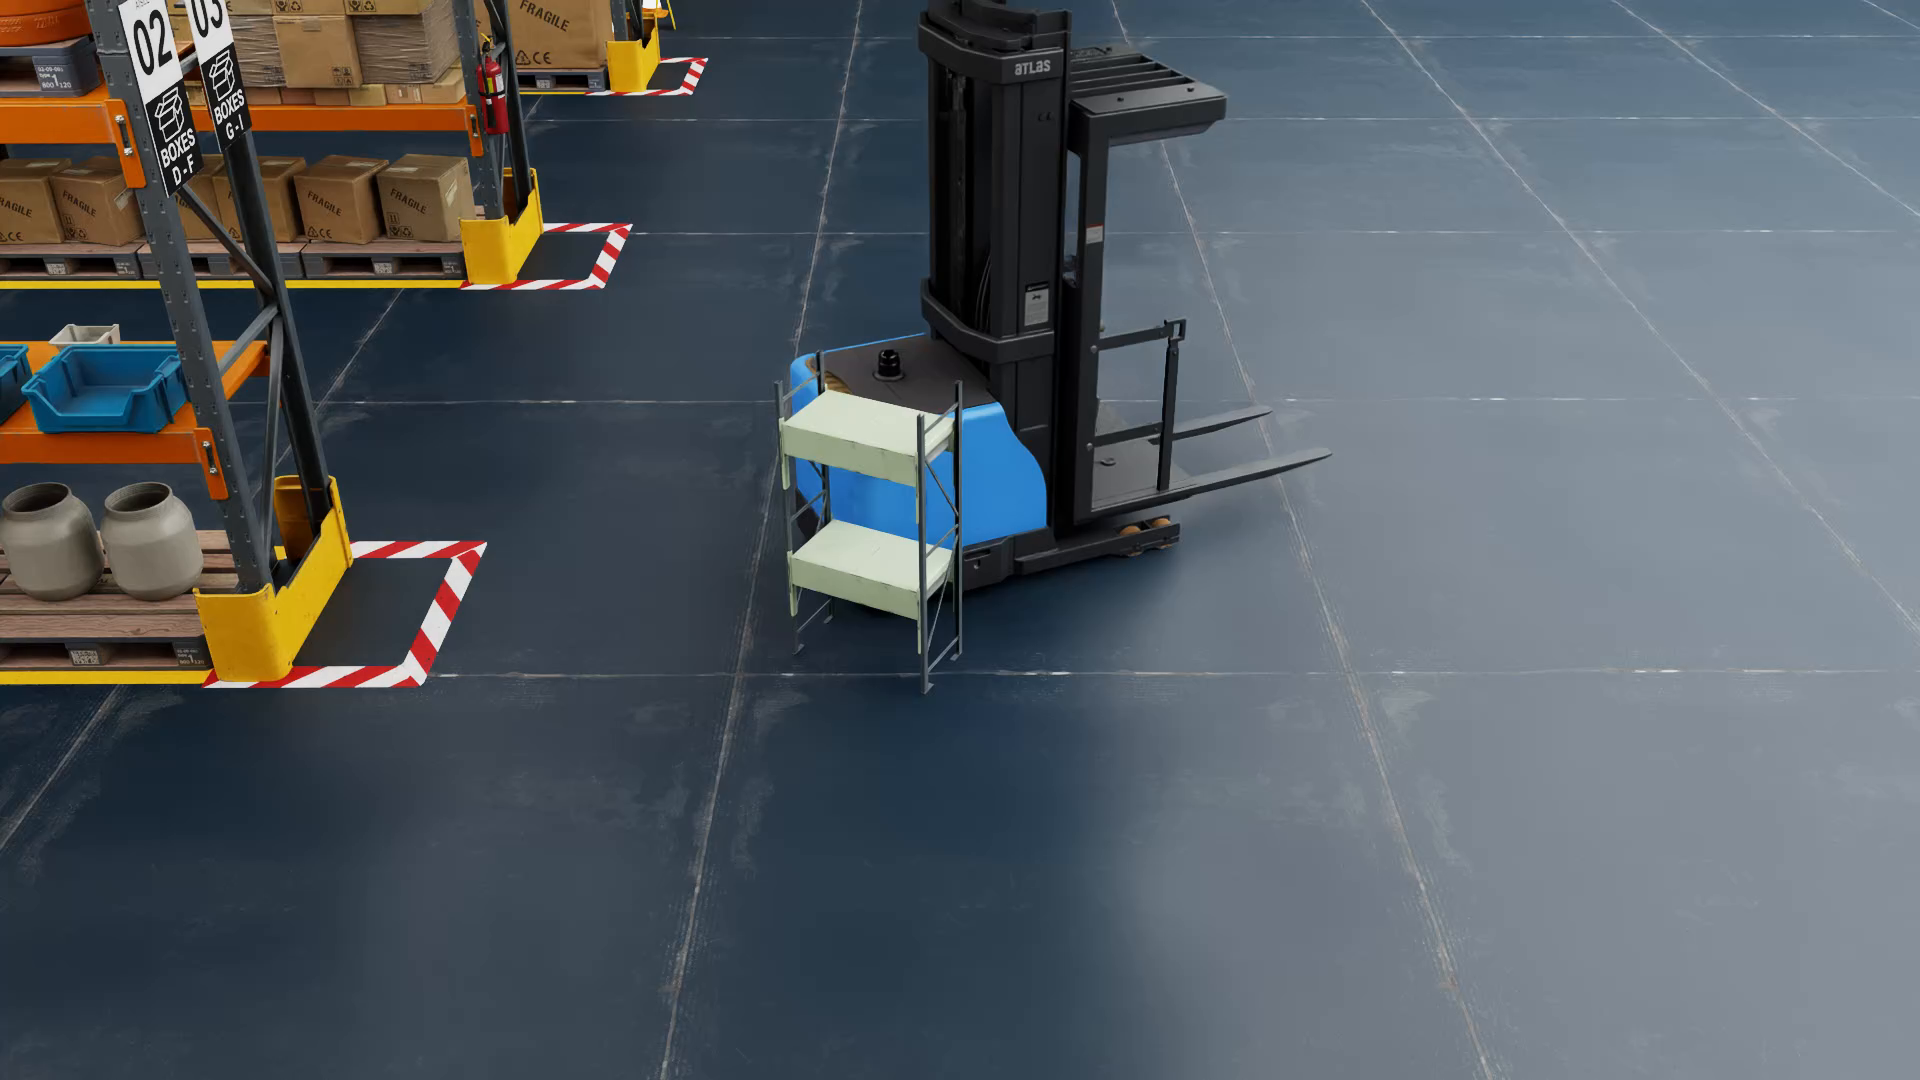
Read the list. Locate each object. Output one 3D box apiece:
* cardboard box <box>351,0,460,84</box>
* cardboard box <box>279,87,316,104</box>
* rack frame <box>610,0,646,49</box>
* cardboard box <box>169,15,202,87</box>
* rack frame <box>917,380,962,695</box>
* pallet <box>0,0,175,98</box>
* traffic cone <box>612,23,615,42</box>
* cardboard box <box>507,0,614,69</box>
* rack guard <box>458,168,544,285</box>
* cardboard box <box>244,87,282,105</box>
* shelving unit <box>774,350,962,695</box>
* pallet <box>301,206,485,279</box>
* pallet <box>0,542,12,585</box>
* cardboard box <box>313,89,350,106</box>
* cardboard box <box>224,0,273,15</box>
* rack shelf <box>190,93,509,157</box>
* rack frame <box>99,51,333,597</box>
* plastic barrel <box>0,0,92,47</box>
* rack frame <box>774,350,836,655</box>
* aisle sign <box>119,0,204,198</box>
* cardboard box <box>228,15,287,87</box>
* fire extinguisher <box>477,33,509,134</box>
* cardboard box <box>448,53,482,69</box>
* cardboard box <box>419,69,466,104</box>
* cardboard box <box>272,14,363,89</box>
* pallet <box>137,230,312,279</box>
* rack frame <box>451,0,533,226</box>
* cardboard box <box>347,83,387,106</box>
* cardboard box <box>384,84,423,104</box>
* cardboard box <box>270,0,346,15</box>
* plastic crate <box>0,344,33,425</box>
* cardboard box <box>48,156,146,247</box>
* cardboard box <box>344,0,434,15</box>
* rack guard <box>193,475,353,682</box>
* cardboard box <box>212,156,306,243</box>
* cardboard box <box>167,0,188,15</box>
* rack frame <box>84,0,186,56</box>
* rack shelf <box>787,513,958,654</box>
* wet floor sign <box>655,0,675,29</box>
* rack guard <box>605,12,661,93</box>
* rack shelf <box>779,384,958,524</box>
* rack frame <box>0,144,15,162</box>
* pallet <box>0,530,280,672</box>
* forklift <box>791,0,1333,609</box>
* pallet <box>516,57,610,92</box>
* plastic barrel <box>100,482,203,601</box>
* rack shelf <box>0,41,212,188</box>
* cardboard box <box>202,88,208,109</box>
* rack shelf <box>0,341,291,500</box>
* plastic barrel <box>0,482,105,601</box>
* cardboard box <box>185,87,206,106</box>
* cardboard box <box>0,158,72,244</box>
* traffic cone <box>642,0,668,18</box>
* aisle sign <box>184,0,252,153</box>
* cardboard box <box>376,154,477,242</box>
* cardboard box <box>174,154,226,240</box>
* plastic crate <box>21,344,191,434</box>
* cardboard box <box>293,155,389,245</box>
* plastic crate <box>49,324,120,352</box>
[{"bbox_3d":[-3.979,-3.670,12.024,0.500,0.500,0.875,0,31,0],"label":"cardboard box"},{"bbox_3d":[-4.713,-3.272,11.994,0.250,0.149,0.380,0,31,0],"label":"cardboard box"},{"bbox_3d":[-3.358,-6.061,16.348,0.127,3.000,1.000,0,31,0],"label":"rack frame"},{"bbox_3d":[-5.479,-3.632,11.961,0.500,0.500,0.875,0,31,0],"label":"cardboard box"},{"bbox_3d":[-0.090,0.011,7.786,0.023,1.500,0.400,15,34,23],"label":"rack frame"},{"bbox_3d":[-4.227,-2.168,7.223,1.213,0.211,1.003,0,31,0],"label":"pallet"},{"bbox_3d":[-3.897,-5.711,18.217,0.334,0.463,0.336,0,31,0],"label":"traffic cone"},{"bbox_3d":[-4.036,-5.296,16.730,0.875,0.875,0.875,0,31,0],"label":"cardboard box"},{"bbox_3d":[-3.505,-2.419,12.755,0.348,0.500,1.175,0,31,0],"label":"rack guard"},{"bbox_3d":[-4.963,-3.260,11.974,0.250,0.149,0.380,0,31,0],"label":"cardboard box"},{"bbox_3d":[-0.416,-0.075,7.927,0.755,1.500,0.431,15,34,23],"label":"shelving unit"},{"bbox_3d":[-4.318,-2.311,12.856,1.213,0.211,1.003,0,31,0],"label":"pallet"},{"bbox_3d":[-5.504,0.300,8.552,1.213,0.211,1.003,0,31,0],"label":"pallet"},{"bbox_3d":[-4.463,-3.252,11.960,0.250,0.149,0.380,0,31,0],"label":"cardboard box"},{"bbox_3d":[-4.977,-3.951,11.522,0.500,0.500,0.500,0,31,0],"label":"cardboard box"},{"bbox_3d":[-5.429,-3.174,12.283,4.000,0.370,1.077,0,31,0],"label":"rack shelf"},{"bbox_3d":[-3.399,-0.919,7.872,0.127,3.000,1.000,0,31,0],"label":"rack frame"},{"bbox_3d":[-3.884,-2.497,6.763,0.708,0.830,0.600,0,31,0],"label":"plastic barrel"},{"bbox_3d":[-0.743,-0.160,8.068,0.023,1.500,0.400,15,34,23],"label":"rack frame"},{"bbox_3d":[-3.325,-1.876,6.944,0.004,0.787,0.394,0,31,0],"label":"aisle sign"},{"bbox_3d":[-4.979,-3.627,11.954,0.500,0.500,0.875,0,31,0],"label":"cardboard box"},{"bbox_3d":[-3.312,-3.216,11.734,0.183,0.674,0.296,0,31,0],"label":"fire extinguisher"},{"bbox_3d":[-3.715,-3.503,12.374,0.250,0.149,0.380,0,31,0],"label":"cardboard box"},{"bbox_3d":[-3.713,-3.272,11.994,0.250,0.149,0.380,0,31,0],"label":"cardboard box"},{"bbox_3d":[-4.478,-3.606,11.919,0.500,0.500,0.875,0,31,0],"label":"cardboard box"},{"bbox_3d":[-5.535,-2.309,12.852,1.213,0.211,1.003,0,31,0],"label":"pallet"},{"bbox_3d":[-3.429,-3.488,12.107,0.127,3.000,1.000,0,31,0],"label":"rack frame"},{"bbox_3d":[-4.212,-3.244,11.948,0.250,0.149,0.380,0,31,0],"label":"cardboard box"},{"bbox_3d":[-3.963,-3.272,11.993,0.250,0.149,0.380,0,31,0],"label":"cardboard box"},{"bbox_3d":[-4.477,-3.951,11.523,0.500,0.500,0.500,0,31,0],"label":"cardboard box"},{"bbox_3d":[-4.547,-0.699,7.654,0.408,0.251,0.499,0,31,0],"label":"plastic crate"},{"bbox_3d":[-6.456,-2.572,12.603,0.500,0.500,0.500,10,33,15],"label":"cardboard box"},{"bbox_3d":[-3.978,-3.955,11.530,0.500,0.500,0.500,0,31,0],"label":"cardboard box"},{"bbox_3d":[-3.475,0.175,8.480,0.348,0.500,1.175,0,31,0],"label":"rack guard"},{"bbox_3d":[-5.277,-2.594,12.638,0.500,0.500,0.500,3,31,4],"label":"cardboard box"},{"bbox_3d":[-5.478,-3.953,11.527,0.500,0.500,0.500,0,31,0],"label":"cardboard box"},{"bbox_3d":[-3.399,-3.483,6.316,0.127,3.000,1.000,0,31,0],"label":"rack frame"},{"bbox_3d":[-0.416,0.204,8.096,0.720,0.370,0.431,15,34,23],"label":"rack shelf"},{"bbox_3d":[-3.341,-6.082,18.651,0.232,0.644,0.267,-5,32,-9],"label":"wet floor sign"},{"bbox_3d":[-3.334,-4.992,16.996,0.348,0.500,1.175,0,31,0],"label":"rack guard"},{"bbox_3d":[-0.416,-0.408,7.725,0.720,0.370,0.431,15,34,23],"label":"rack shelf"},{"bbox_3d":[-7.429,-3.475,12.086,0.127,3.000,1.000,0,31,0],"label":"rack frame"},{"bbox_3d":[-4.287,0.298,8.555,1.213,0.211,1.003,0,31,0],"label":"pallet"},{"bbox_3d":[0.653,-1.396,8.726,3.031,2.935,1.130,-13,34,-21],"label":"forklift"},{"bbox_3d":[-4.157,-4.826,17.000,1.213,0.211,1.003,0,31,0],"label":"pallet"},{"bbox_3d":[-4.057,0.007,8.340,0.421,0.512,0.421,0,31,0],"label":"plastic barrel"},{"bbox_3d":[-5.399,-1.887,7.271,4.000,0.370,1.077,0,31,0],"label":"rack shelf"},{"bbox_3d":[-5.212,-3.213,11.896,0.250,0.149,0.380,0,31,0],"label":"cardboard box"},{"bbox_3d":[-5.399,-0.605,8.049,4.000,0.370,1.077,0,31,0],"label":"rack shelf"},{"bbox_3d":[-4.558,0.009,8.337,0.421,0.512,0.421,0,31,0],"label":"plastic barrel"},{"bbox_3d":[-5.463,-3.249,11.955,0.250,0.149,0.380,0,31,0],"label":"cardboard box"},{"bbox_3d":[-7.029,-2.567,12.594,0.500,0.500,0.500,-1,31,-2],"label":"cardboard box"},{"bbox_3d":[-3.564,-6.298,19.185,0.334,0.463,0.336,0,31,0],"label":"traffic cone"},{"bbox_3d":[-3.329,-2.182,7.449,0.004,0.787,0.394,0,31,0],"label":"aisle sign"},{"bbox_3d":[-4.054,-2.605,12.657,0.500,0.500,0.500,5,32,9],"label":"cardboard box"},{"bbox_3d":[-5.836,-2.615,12.673,0.500,0.500,0.500,-3,31,-5],"label":"cardboard box"},{"bbox_3d":[-3.898,-0.698,7.653,0.616,0.251,0.499,0,31,0],"label":"plastic crate"},{"bbox_3d":[-4.651,-2.586,12.625,0.500,0.500,0.500,8,32,13],"label":"cardboard box"},{"bbox_3d":[-4.296,-0.970,8.211,0.250,0.136,0.298,0,31,0],"label":"plastic crate"}]
